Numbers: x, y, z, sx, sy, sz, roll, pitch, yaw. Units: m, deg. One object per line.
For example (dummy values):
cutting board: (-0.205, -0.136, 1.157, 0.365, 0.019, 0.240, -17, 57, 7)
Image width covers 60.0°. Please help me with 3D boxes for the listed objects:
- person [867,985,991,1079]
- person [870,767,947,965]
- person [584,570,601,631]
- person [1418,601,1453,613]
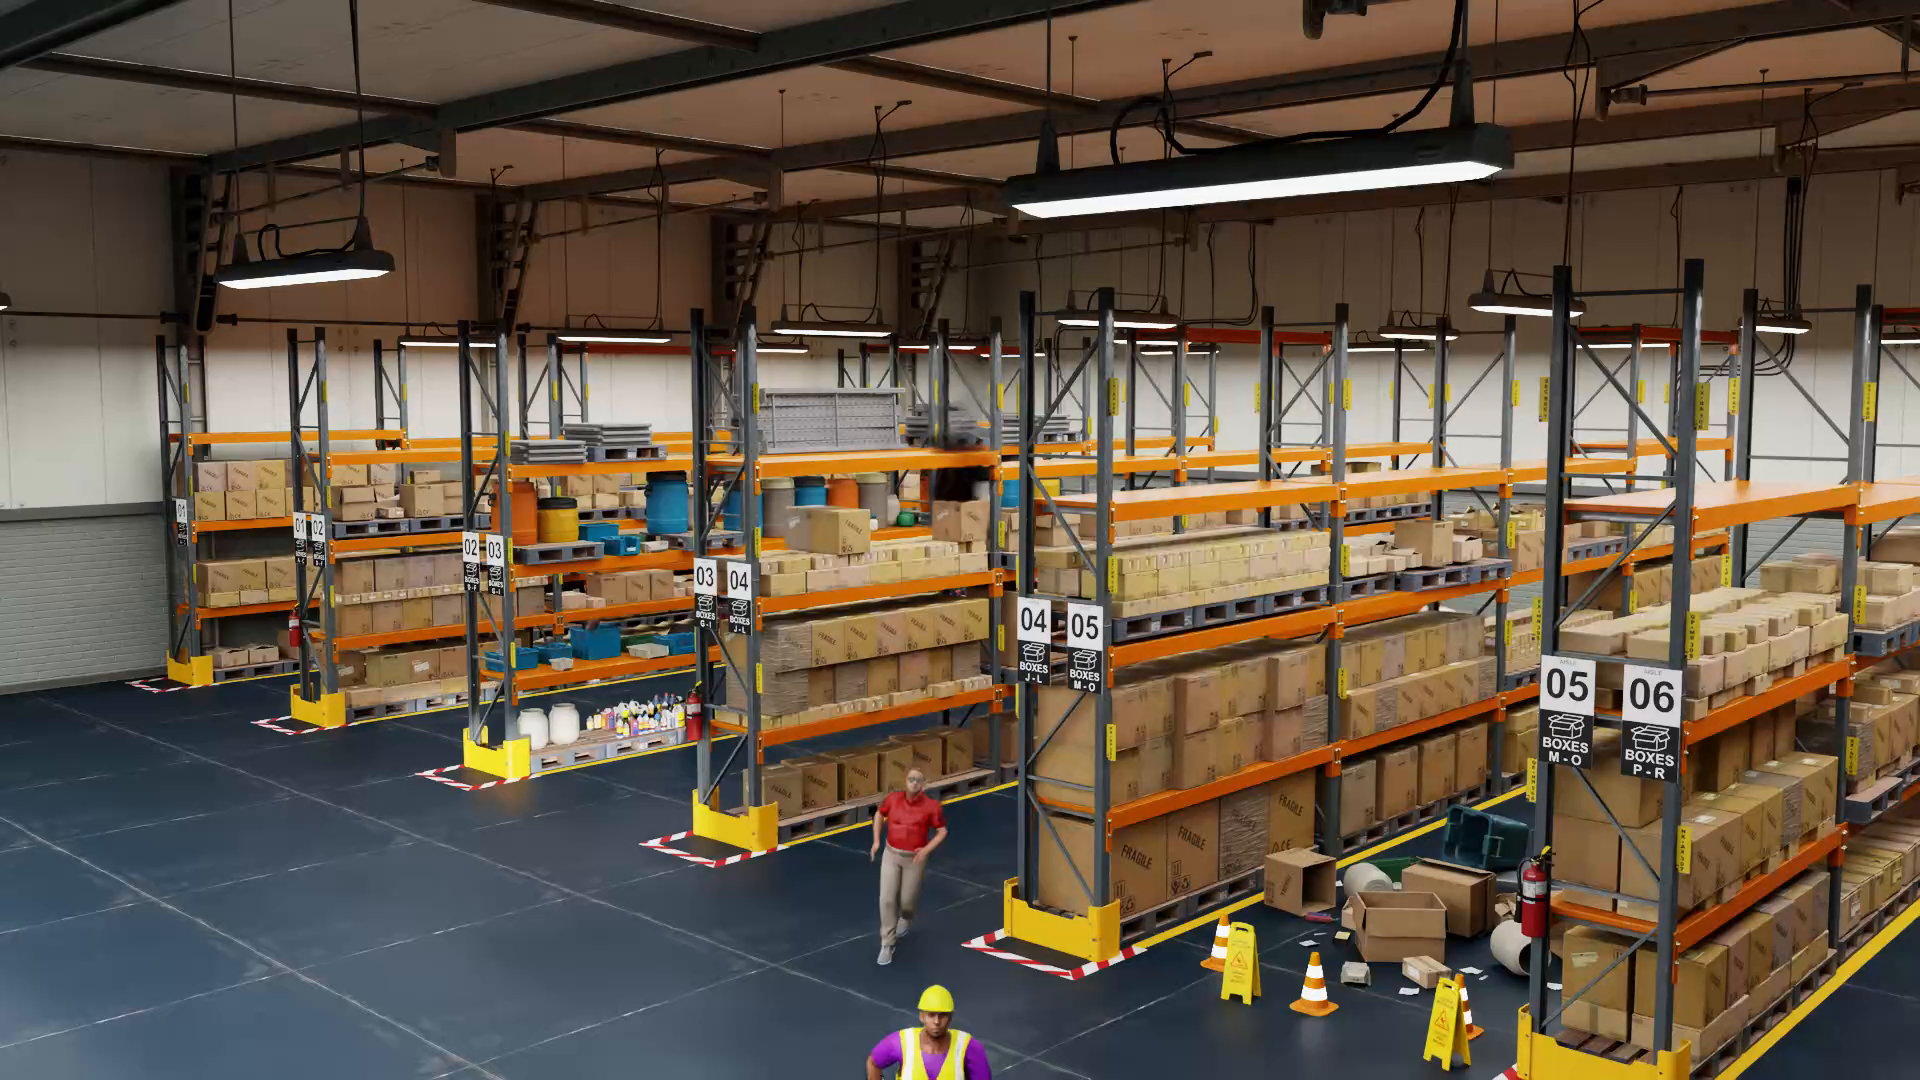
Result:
person: (-0.160, 3.399, 9.453, 0.692, 1.741, 0.660, -1, 5, -8)
person: (-0.478, 2.922, 15.081, 0.707, 1.710, 0.756, 1, 5, 11)
person: (-6.828, 1.418, 31.158, 0.556, 1.707, 0.711, 5, 7, 43)
person: (7.803, 1.720, 27.469, 0.692, 1.746, 0.656, 5, 7, 43)
